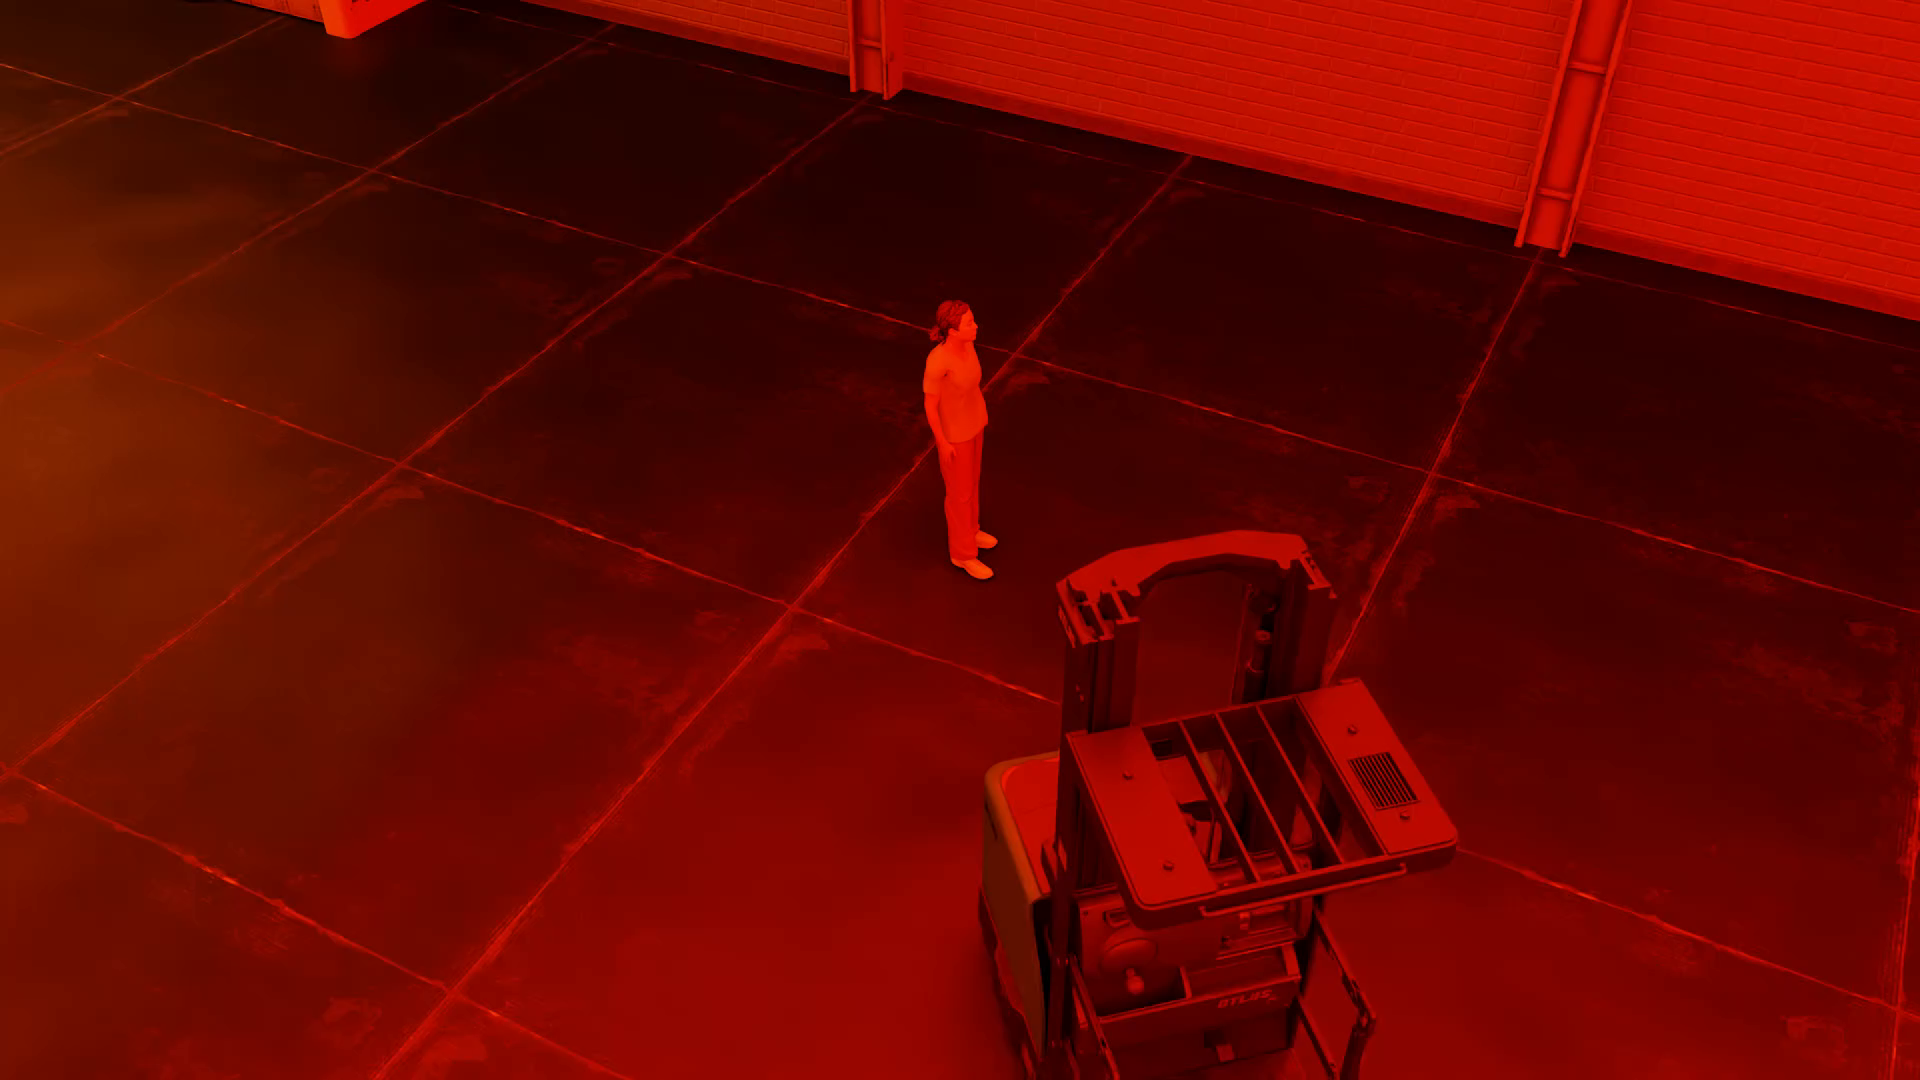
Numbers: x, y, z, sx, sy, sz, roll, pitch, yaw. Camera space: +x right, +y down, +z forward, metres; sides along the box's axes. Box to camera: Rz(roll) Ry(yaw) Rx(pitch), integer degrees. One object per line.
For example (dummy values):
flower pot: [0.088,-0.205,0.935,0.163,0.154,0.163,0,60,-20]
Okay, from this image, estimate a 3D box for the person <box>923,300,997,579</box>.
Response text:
person: [0.060,-0.618,9.683,0.549,1.675,0.553,18,43,21]

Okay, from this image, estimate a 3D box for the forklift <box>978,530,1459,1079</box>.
forklift: [0.956,1.541,6.157,1.130,2.935,3.031,-10,41,-11]
